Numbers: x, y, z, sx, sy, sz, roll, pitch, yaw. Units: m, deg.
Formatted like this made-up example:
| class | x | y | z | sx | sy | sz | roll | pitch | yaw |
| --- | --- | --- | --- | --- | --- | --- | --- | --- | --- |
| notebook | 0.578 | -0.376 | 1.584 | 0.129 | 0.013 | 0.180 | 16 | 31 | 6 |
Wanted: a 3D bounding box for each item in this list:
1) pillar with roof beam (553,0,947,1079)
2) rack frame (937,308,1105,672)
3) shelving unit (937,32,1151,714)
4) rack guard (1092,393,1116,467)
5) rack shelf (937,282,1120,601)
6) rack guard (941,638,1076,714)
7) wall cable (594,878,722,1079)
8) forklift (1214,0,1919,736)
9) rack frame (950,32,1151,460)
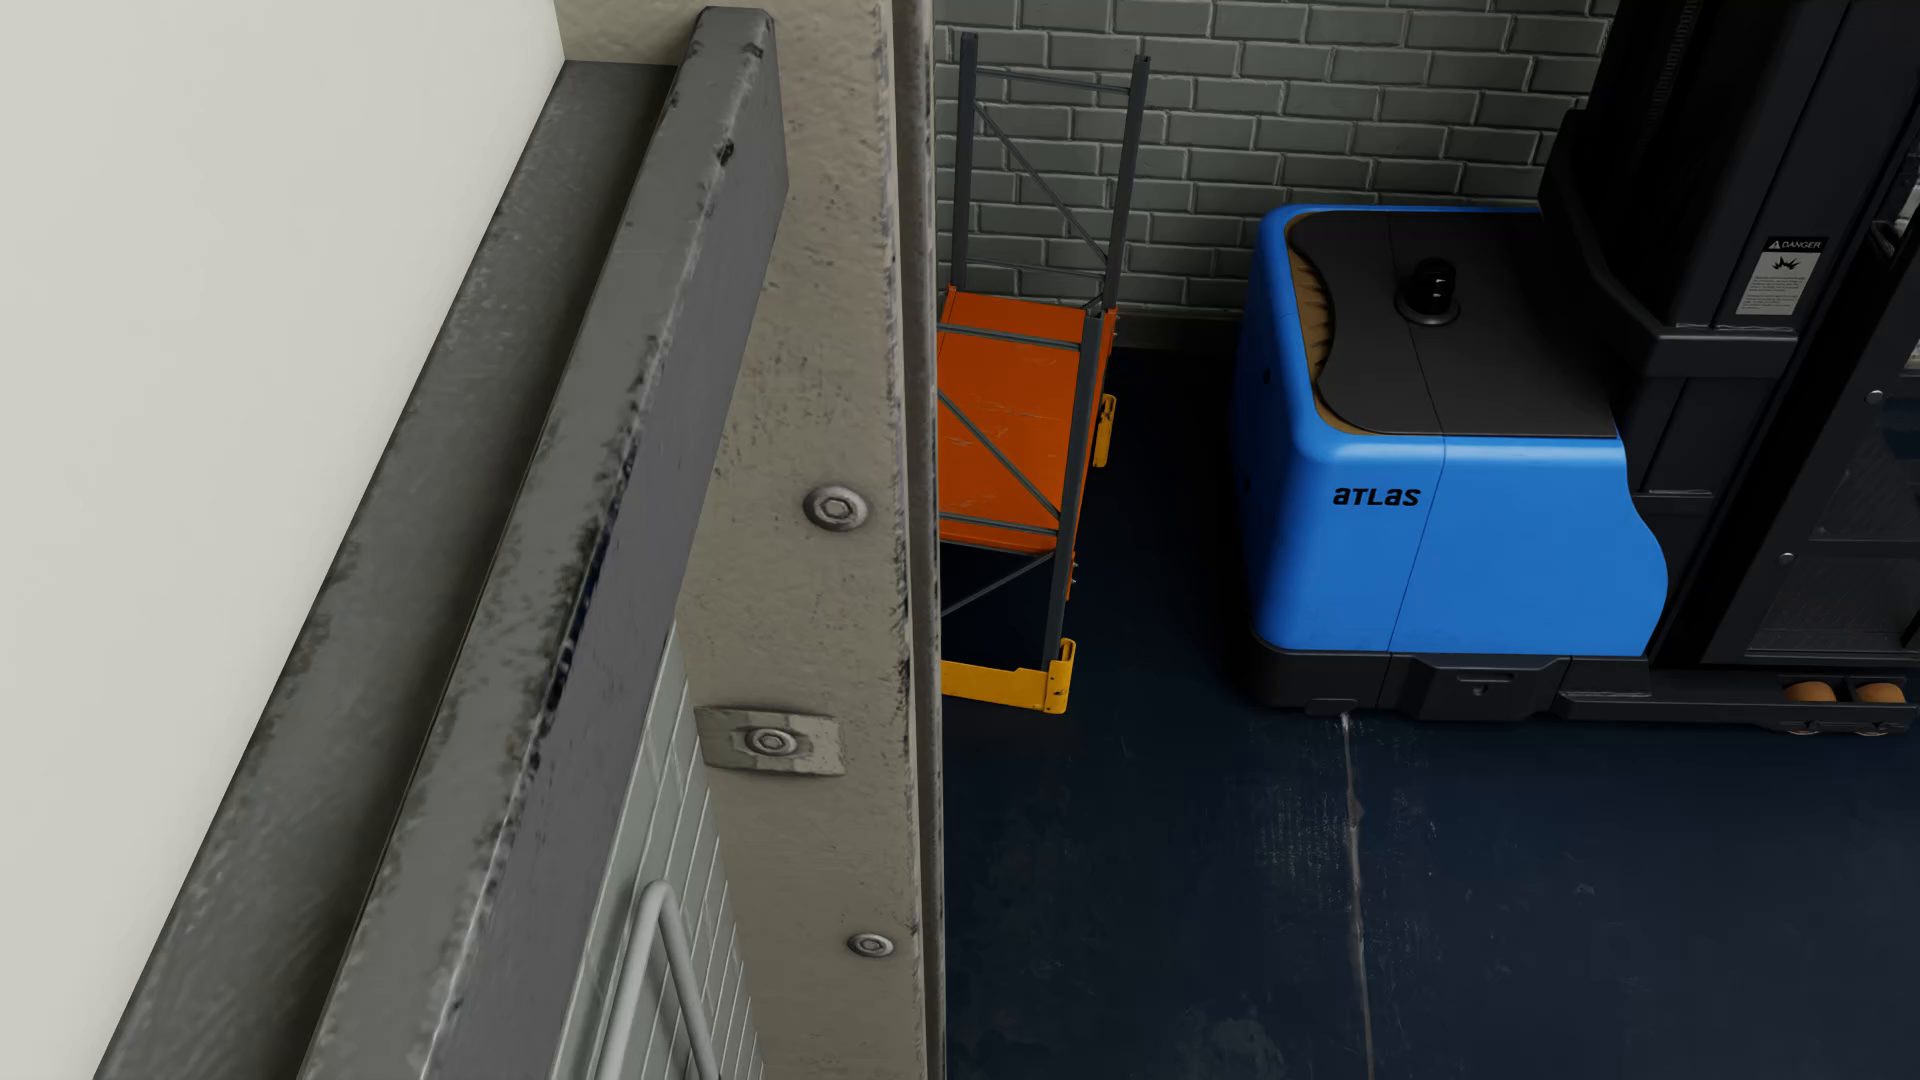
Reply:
| class | x | y | z | sx | sy | sz | roll | pitch | yaw |
| --- | --- | --- | --- | --- | --- | --- | --- | --- | --- |
| pillar with roof beam | 4.084 | -1.279 | 0.322 | 9.100 | 9.000 | 0.400 | 4 | 48 | 4 |
| rack frame | 0.045 | -0.046 | 4.262 | 0.500 | 1.500 | 0.032 | 9 | 50 | 5 |
| shelving unit | 0.135 | -0.430 | 4.597 | 0.587 | 1.500 | 1.083 | 9 | 50 | 5 |
| rack guard | 0.199 | -0.393 | 5.392 | 0.587 | 0.250 | 0.087 | 9 | 50 | 5 |
| rack shelf | 0.127 | -0.306 | 4.727 | 0.538 | 0.185 | 1.000 | 9 | 50 | 5 |
| rack guard | 0.025 | 0.347 | 4.748 | 0.587 | 0.250 | 0.087 | 9 | 50 | 5 |
| wall cable | -0.413 | 1.151 | 1.476 | 0.084 | 1.984 | 1.851 | 4 | 48 | 4 |
| forklift | 2.324 | -0.831 | 4.024 | 3.031 | 2.935 | 1.130 | 1 | 48 | 1 |
| rack frame | 0.223 | -0.801 | 4.920 | 0.500 | 1.500 | 0.032 | 9 | 50 | 5 |
